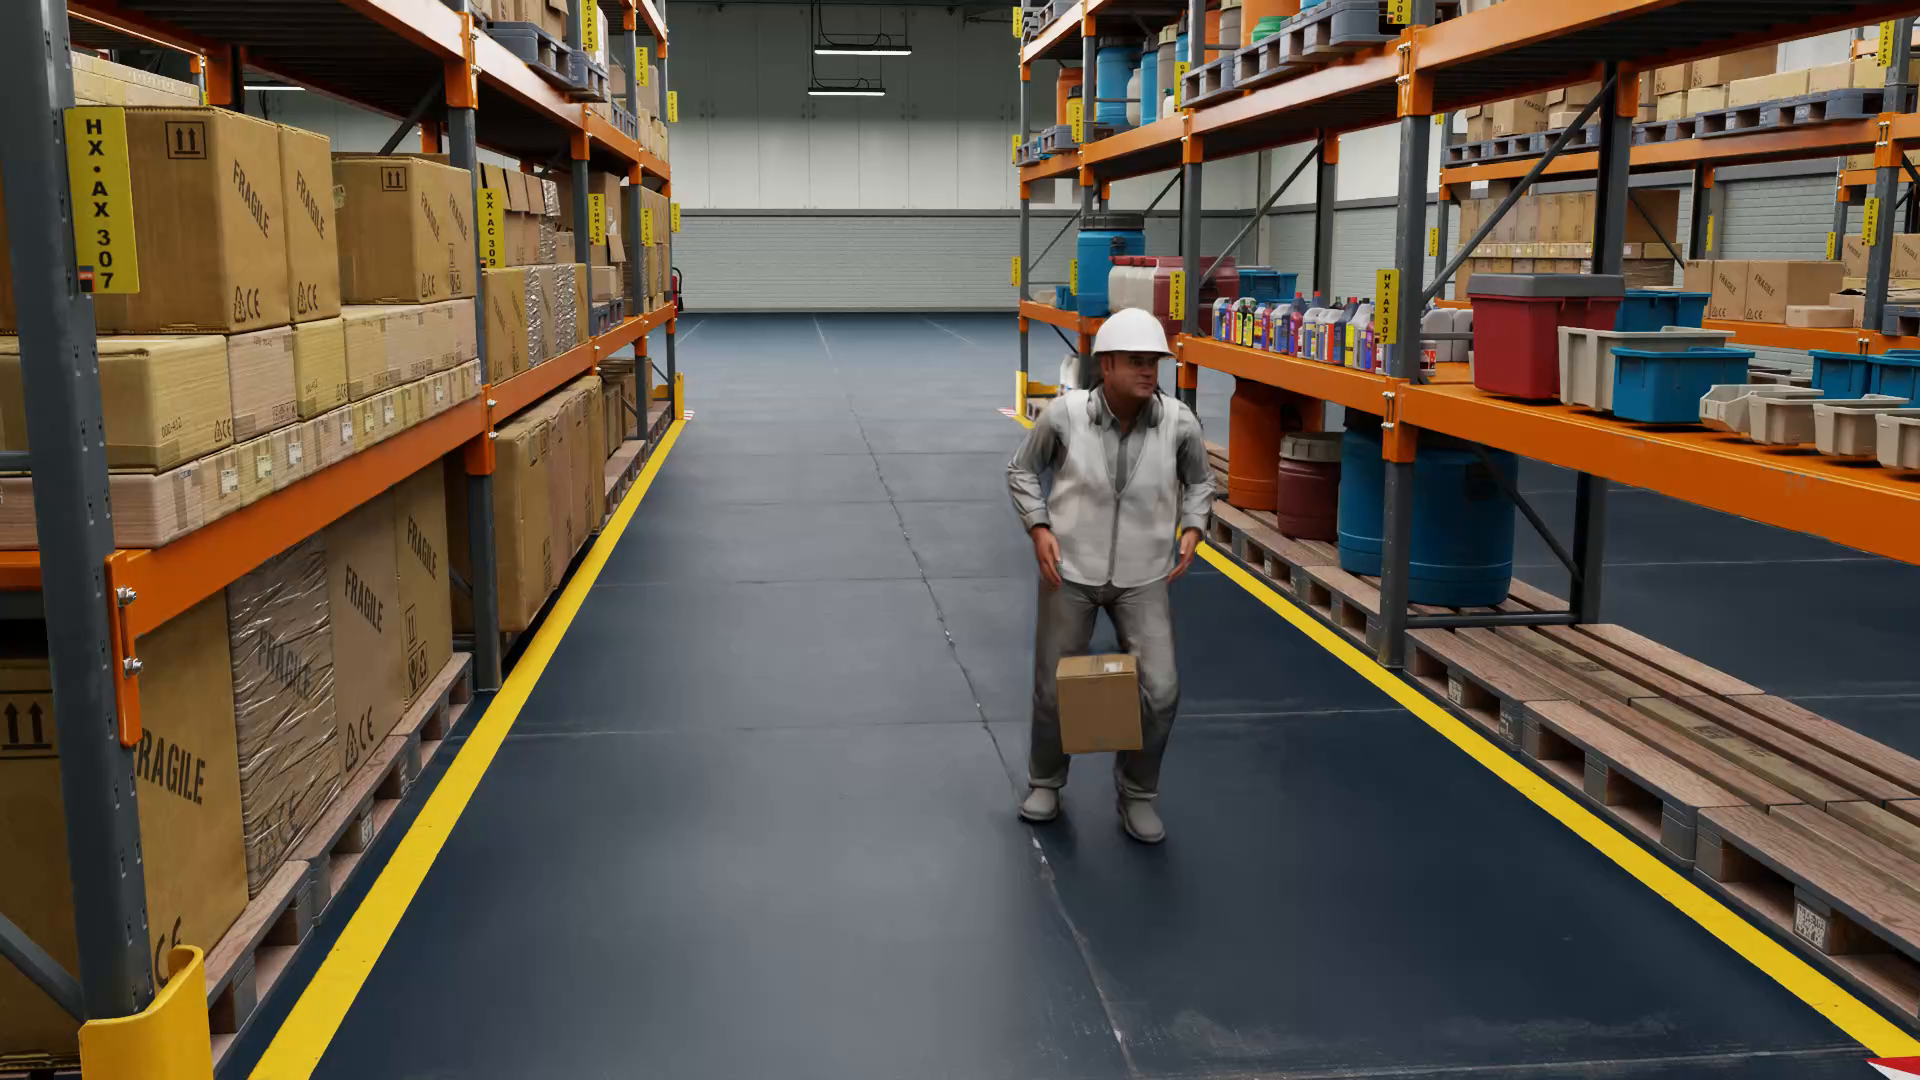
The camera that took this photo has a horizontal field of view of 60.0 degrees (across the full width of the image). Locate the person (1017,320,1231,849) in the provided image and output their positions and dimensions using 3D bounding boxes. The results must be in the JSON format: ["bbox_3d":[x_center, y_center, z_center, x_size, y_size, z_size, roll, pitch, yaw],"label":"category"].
[{"bbox_3d":[0.530,0.132,5.338,0.689,1.680,0.681,-1,10,-4],"label":"person"}]
